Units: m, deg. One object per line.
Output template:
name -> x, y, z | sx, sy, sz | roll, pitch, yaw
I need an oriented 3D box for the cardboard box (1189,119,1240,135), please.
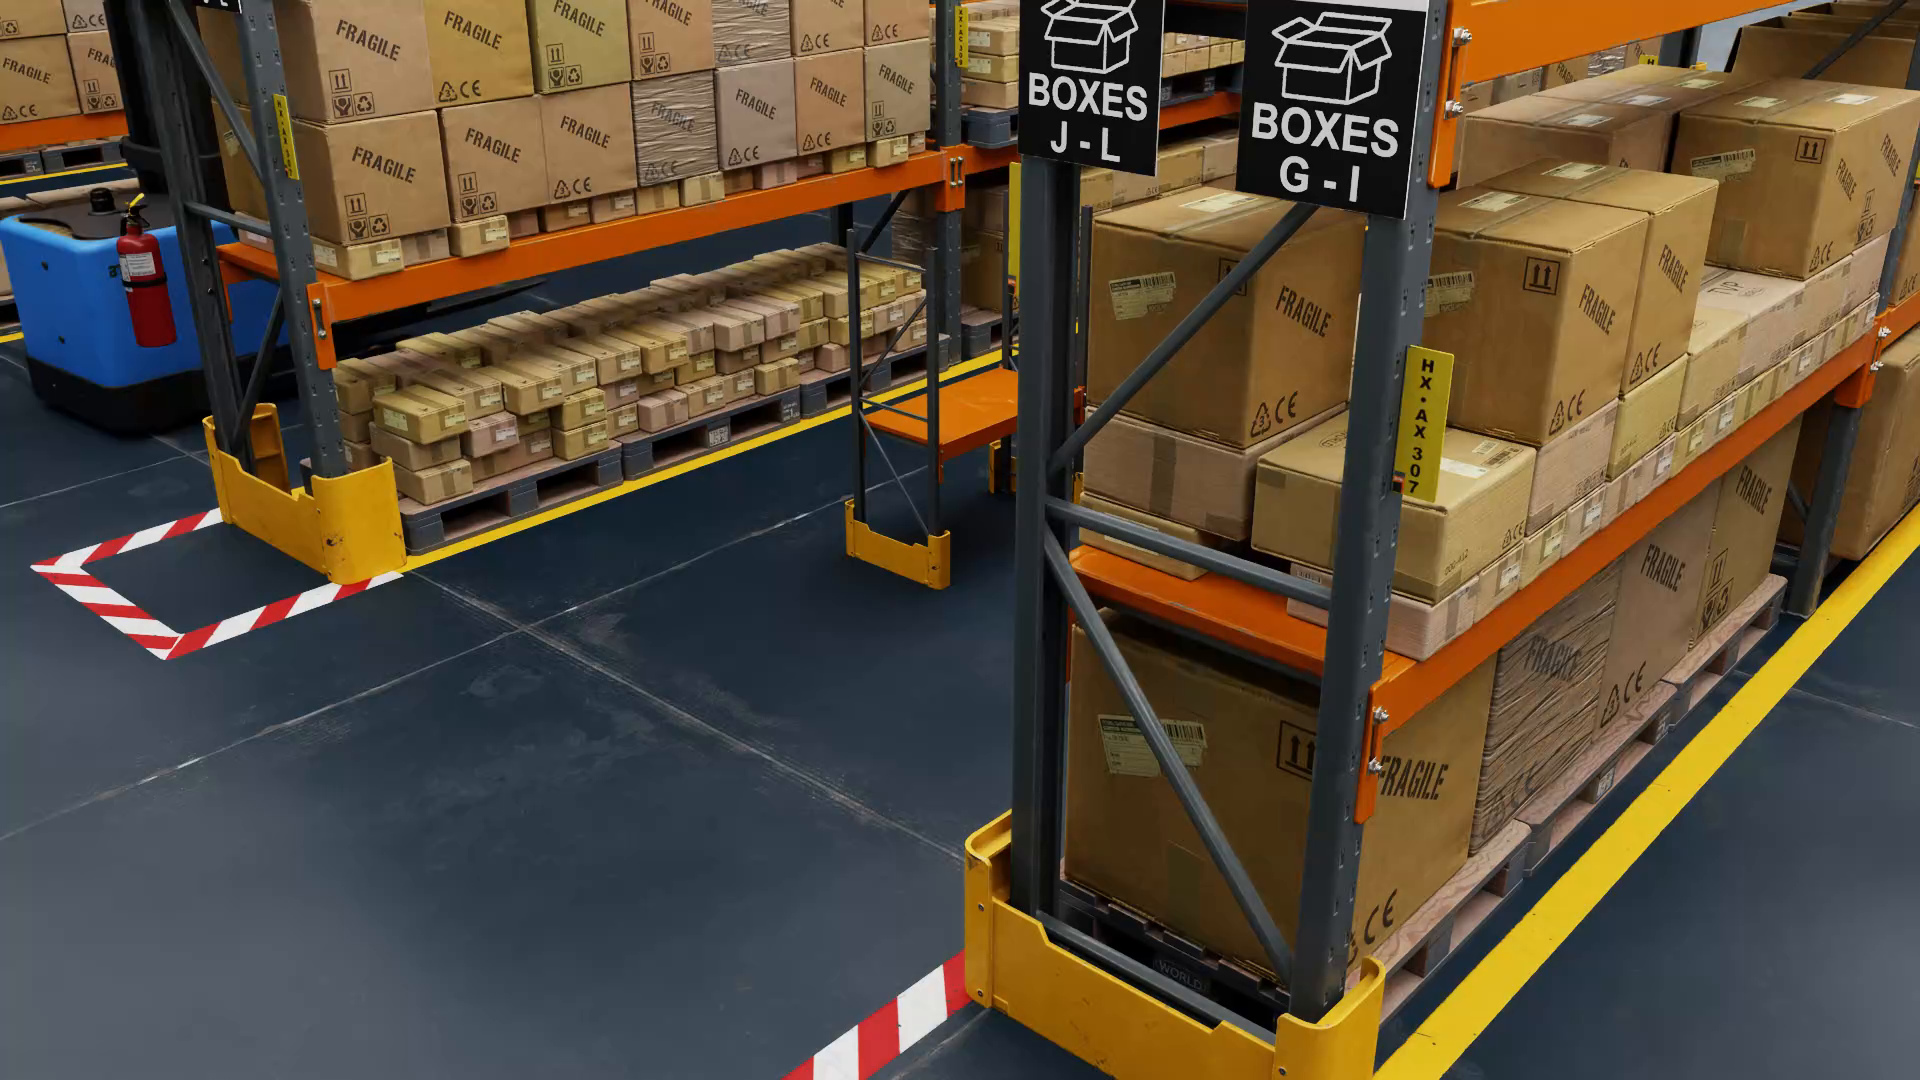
cardboard box -> 2.005, -2.898, 12.172 | 0.500, 0.250, 0.500 | 19, 31, 36

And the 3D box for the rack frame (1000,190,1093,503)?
rack frame -> 0.396, -0.865, 7.847 | 0.500, 1.500, 0.032 | 20, 31, 38

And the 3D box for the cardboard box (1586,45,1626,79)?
cardboard box -> 6.007, -4.673, 16.590 | 0.875, 0.875, 0.875 | 20, 31, 38

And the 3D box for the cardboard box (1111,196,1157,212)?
cardboard box -> 0.979, -2.094, 11.297 | 0.500, 0.500, 0.500 | 21, 31, 38

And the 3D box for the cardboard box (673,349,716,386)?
cardboard box -> -1.513, -0.959, 8.829 | 0.380, 0.149, 0.250 | 22, 32, 40

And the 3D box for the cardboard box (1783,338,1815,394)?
cardboard box -> 2.749, -0.649, 5.837 | 0.380, 0.149, 0.250 | 21, 31, 38

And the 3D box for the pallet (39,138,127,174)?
pallet -> -8.315, -3.759, 15.876 | 1.003, 0.211, 1.213 | 20, 31, 38

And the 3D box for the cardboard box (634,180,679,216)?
cardboard box -> -1.609, -1.731, 8.251 | 0.380, 0.149, 0.250 | 22, 32, 39

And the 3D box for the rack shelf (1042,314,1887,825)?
rack shelf -> 1.888, -0.243, 5.505 | 1.077, 0.370, 4.000 | 20, 31, 38

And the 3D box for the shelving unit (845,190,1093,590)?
shelving unit -> 0.051, -0.708, 7.495 | 0.587, 1.500, 1.083 | 20, 31, 38

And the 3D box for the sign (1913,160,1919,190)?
sign -> 3.637, -1.461, 6.186 | 0.100, 0.325, 0.005 | 20, 31, 38

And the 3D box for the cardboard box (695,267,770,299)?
cardboard box -> -1.304, -1.436, 9.530 | 0.380, 0.149, 0.250 | 19, 30, 36

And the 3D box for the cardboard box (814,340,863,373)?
cardboard box -> -0.775, -1.089, 9.485 | 0.380, 0.149, 0.250 | 19, 30, 36

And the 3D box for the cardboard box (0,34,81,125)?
cardboard box -> -5.975, -2.943, 10.525 | 0.500, 0.500, 0.500 | 20, 31, 37

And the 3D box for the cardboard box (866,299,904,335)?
cardboard box -> -0.548, -1.324, 9.643 | 0.380, 0.149, 0.250 | 18, 30, 35

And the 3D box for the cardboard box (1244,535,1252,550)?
cardboard box -> 0.718, -0.125, 4.670 | 0.380, 0.149, 0.250 | 21, 31, 38

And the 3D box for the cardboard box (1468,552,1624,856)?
cardboard box -> 1.528, 0.322, 5.449 | 0.875, 0.875, 0.875 | 20, 31, 38

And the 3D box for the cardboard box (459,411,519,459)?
cardboard box -> -2.307, -0.531, 7.876 | 0.380, 0.149, 0.250 | 20, 31, 37

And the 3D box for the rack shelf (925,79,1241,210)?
rack shelf -> 0.932, -2.847, 11.312 | 1.077, 0.370, 4.000 | 20, 31, 38

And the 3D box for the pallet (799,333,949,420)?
pallet -> -0.825, -1.079, 9.898 | 1.003, 0.211, 1.213 | 20, 31, 38

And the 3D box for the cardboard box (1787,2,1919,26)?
cardboard box -> 4.110, -2.087, 7.389 | 0.797, 0.503, 0.637 | 21, 31, 38

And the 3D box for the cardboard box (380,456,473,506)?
cardboard box -> -2.485, -0.310, 7.746 | 0.380, 0.149, 0.250 | 21, 32, 39

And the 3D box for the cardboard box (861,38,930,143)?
cardboard box -> -0.516, -2.522, 9.224 | 0.500, 0.500, 0.500 | 20, 31, 38

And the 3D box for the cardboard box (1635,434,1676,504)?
cardboard box -> 1.892, -0.258, 4.965 | 0.380, 0.149, 0.250 | 20, 31, 37

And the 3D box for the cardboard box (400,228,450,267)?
cardboard box -> -2.473, -1.330, 7.358 | 0.380, 0.149, 0.250 | 22, 32, 39

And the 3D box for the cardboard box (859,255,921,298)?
cardboard box -> -0.447, -1.548, 9.781 | 0.380, 0.149, 0.250 | 21, 32, 39

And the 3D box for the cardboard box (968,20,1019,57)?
cardboard box -> 0.202, -2.909, 9.637 | 0.380, 0.149, 0.250 | 22, 32, 40

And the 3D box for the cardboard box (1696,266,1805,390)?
cardboard box -> 2.440, -0.728, 5.526 | 0.500, 0.250, 0.500 | 21, 32, 39

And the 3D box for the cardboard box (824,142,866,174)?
cardboard box -> -0.733, -2.127, 9.134 | 0.380, 0.149, 0.250 | 22, 32, 39

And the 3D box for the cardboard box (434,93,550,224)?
cardboard box -> -2.229, -1.760, 7.522 | 0.500, 0.500, 0.500 | 20, 31, 38

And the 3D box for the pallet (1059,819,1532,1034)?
pallet -> 1.029, 1.046, 5.160 | 1.003, 0.211, 1.213 | 20, 31, 38

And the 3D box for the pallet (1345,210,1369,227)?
pallet -> 2.849, -2.732, 13.584 | 1.003, 0.211, 1.213 | 20, 31, 38

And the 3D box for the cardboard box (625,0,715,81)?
cardboard box -> -1.542, -2.513, 7.980 | 0.500, 0.500, 0.500 | 19, 30, 36

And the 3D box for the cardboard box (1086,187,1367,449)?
cardboard box -> 0.683, -0.591, 4.306 | 0.500, 0.500, 0.500 | 21, 31, 38

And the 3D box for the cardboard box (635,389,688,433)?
cardboard box -> -1.628, -0.693, 8.601 | 0.380, 0.149, 0.250 | 18, 30, 35

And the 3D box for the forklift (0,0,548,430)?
forklift -> -3.938, -2.458, 9.650 | 1.130, 2.935, 3.031 | 18, 30, 34

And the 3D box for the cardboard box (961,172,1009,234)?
cardboard box -> 0.287, -2.112, 10.419 | 0.500, 0.250, 0.500 | 19, 30, 35

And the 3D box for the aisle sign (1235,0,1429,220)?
aisle sign -> 0.729, -1.044, 3.235 | 0.394, 0.787, 0.004 | 20, 31, 38

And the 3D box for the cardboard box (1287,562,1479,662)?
cardboard box -> 1.036, 0.135, 4.090 | 0.380, 0.149, 0.250 | 21, 31, 38

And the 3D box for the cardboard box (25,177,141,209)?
cardboard box -> -5.856, -2.200, 11.608 | 0.875, 0.438, 0.875 | 21, 32, 39

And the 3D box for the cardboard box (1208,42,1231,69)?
cardboard box -> 1.594, -3.275, 11.181 | 0.380, 0.149, 0.250 | 19, 30, 35

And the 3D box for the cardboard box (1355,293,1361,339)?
cardboard box -> 1.358, -0.559, 5.150 | 0.500, 0.250, 0.500 | 19, 30, 36

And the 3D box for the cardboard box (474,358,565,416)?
cardboard box -> -2.112, -0.735, 7.966 | 0.380, 0.149, 0.250 | 20, 31, 37

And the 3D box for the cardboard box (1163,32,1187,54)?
cardboard box -> 1.245, -3.250, 10.762 | 0.380, 0.149, 0.250 | 19, 31, 37

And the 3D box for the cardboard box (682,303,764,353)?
cardboard box -> -1.263, -1.131, 8.850 | 0.380, 0.149, 0.250 | 19, 30, 36

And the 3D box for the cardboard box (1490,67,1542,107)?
cardboard box -> 4.589, -3.954, 15.140 | 1.050, 0.750, 0.750 | 20, 31, 37

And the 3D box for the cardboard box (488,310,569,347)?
cardboard box -> -2.262, -1.073, 8.720 | 0.380, 0.149, 0.250 | 22, 32, 39

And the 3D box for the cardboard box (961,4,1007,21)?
cardboard box -> 0.072, -3.250, 10.399 | 0.380, 0.149, 0.250 | 19, 30, 36
